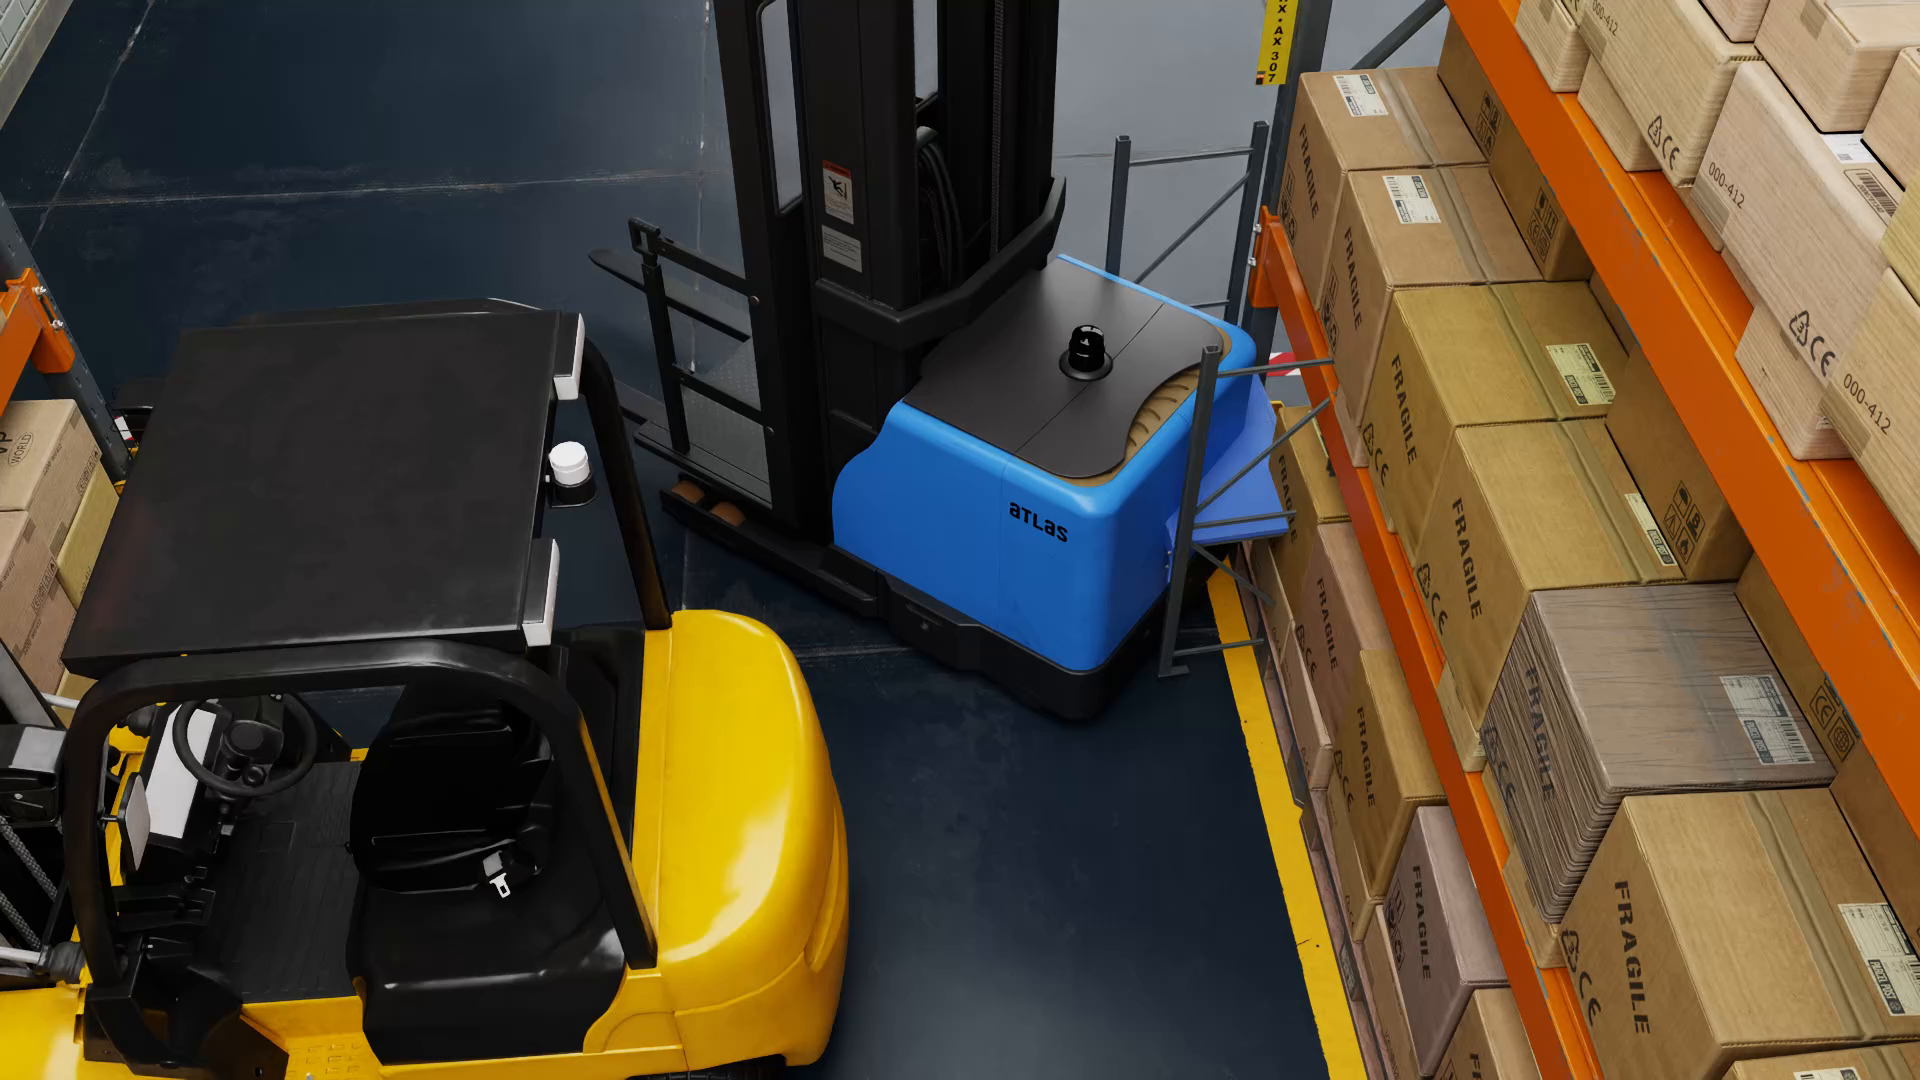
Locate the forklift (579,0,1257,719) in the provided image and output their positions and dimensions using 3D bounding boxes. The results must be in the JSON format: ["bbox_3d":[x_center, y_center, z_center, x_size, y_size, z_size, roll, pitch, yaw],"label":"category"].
[{"bbox_3d":[-0.513,-1.272,5.436,3.031,2.935,1.130,27,52,23],"label":"forklift"}]

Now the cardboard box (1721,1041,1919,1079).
[{"bbox_3d":[1.554,1.192,2.781,0.500,0.500,0.500,-5,47,-4],"label":"cardboard box"}]

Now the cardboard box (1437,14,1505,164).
[{"bbox_3d":[1.764,-1.383,4.531,0.700,0.500,0.500,-5,47,-4],"label":"cardboard box"}]

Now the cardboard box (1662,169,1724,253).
[{"bbox_3d":[1.474,-0.644,2.901,0.380,0.149,0.250,-4,47,-4],"label":"cardboard box"}]

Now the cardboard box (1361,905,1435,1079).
[{"bbox_3d":[1.429,1.272,4.584,0.500,0.250,0.500,-3,47,-3],"label":"cardboard box"}]

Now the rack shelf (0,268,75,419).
[{"bbox_3d":[-3.274,0.740,3.979,1.077,0.370,4.000,-3,47,-3],"label":"rack shelf"}]

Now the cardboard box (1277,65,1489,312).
[{"bbox_3d":[1.267,-1.036,4.891,0.500,0.500,0.500,-4,47,-4],"label":"cardboard box"}]

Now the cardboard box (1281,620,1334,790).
[{"bbox_3d":[1.331,0.513,5.303,0.500,0.250,0.500,-2,47,-2],"label":"cardboard box"}]

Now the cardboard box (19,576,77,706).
[{"bbox_3d":[-3.058,0.372,5.092,0.500,0.250,0.500,-4,47,-4],"label":"cardboard box"}]

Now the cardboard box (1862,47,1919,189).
[{"bbox_3d":[1.492,-0.553,2.265,0.380,0.149,0.250,-4,47,-4],"label":"cardboard box"}]

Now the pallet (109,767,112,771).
[{"bbox_3d":[-3.336,0.555,5.579,1.003,0.211,1.213,-3,47,-3],"label":"pallet"}]

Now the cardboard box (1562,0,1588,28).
[{"bbox_3d":[1.381,-1.223,3.175,0.500,0.250,0.500,-2,47,-2],"label":"cardboard box"}]

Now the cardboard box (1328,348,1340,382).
[{"bbox_3d":[1.303,-0.535,4.864,0.380,0.149,0.250,-5,47,-5],"label":"cardboard box"}]

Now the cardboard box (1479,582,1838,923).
[{"bbox_3d":[1.456,0.445,3.489,0.500,0.500,0.500,-2,47,-2],"label":"cardboard box"}]

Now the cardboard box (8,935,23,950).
[{"bbox_3d":[-2.957,1.265,4.591,0.500,0.250,0.500,-2,47,-2],"label":"cardboard box"}]

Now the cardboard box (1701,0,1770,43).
[{"bbox_3d":[1.370,-0.916,2.609,0.380,0.149,0.250,-3,47,-3],"label":"cardboard box"}]

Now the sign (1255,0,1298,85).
[{"bbox_3d":[0.963,-1.523,5.030,0.100,0.325,0.005,-3,47,-3],"label":"sign"}]

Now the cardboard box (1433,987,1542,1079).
[{"bbox_3d":[1.478,1.399,3.947,0.500,0.500,0.500,-3,47,-3],"label":"cardboard box"}]

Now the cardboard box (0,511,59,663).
[{"bbox_3d":[-3.044,0.186,4.923,0.500,0.250,0.500,-3,47,-3],"label":"cardboard box"}]

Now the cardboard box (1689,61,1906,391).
[{"bbox_3d":[1.462,-0.485,2.476,0.500,0.250,0.500,-4,47,-4],"label":"cardboard box"}]

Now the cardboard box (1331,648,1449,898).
[{"bbox_3d":[1.381,0.644,4.663,0.500,0.500,0.500,-3,47,-3],"label":"cardboard box"}]

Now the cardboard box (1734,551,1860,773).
[{"bbox_3d":[1.982,0.088,3.139,0.700,0.500,0.500,-4,47,-4],"label":"cardboard box"}]

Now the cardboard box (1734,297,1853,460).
[{"bbox_3d":[1.437,-0.265,2.542,0.380,0.149,0.250,-2,47,-2],"label":"cardboard box"}]

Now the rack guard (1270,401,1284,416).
[{"bbox_3d":[1.510,-0.344,6.232,1.175,0.500,0.348,-3,47,-3],"label":"rack guard"}]

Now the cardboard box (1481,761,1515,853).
[{"bbox_3d":[1.428,0.586,3.802,0.380,0.149,0.250,-4,47,-4],"label":"cardboard box"}]

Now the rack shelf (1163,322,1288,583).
[{"bbox_3d":[0.838,-0.321,5.690,0.538,0.185,1.000,-8,49,-7],"label":"rack shelf"}]

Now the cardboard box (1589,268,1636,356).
[{"bbox_3d":[1.945,-0.653,3.840,0.700,0.500,0.500,-4,47,-4],"label":"cardboard box"}]

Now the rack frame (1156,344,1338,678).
[{"bbox_3d":[0.928,-0.066,5.224,0.500,1.500,0.032,-8,49,-7],"label":"rack frame"}]

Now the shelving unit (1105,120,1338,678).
[{"bbox_3d":[0.838,-0.440,5.556,0.538,1.500,1.048,-8,49,-7],"label":"shelving unit"}]

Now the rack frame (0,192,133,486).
[{"bbox_3d":[-3.442,-0.954,5.088,1.000,3.000,0.127,-3,47,-3],"label":"rack frame"}]

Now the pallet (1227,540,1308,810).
[{"bbox_3d":[1.543,0.345,5.778,1.003,0.211,1.213,-3,47,-3],"label":"pallet"}]

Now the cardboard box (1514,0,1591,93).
[{"bbox_3d":[1.320,-1.009,3.247,0.380,0.149,0.250,-3,47,-3],"label":"cardboard box"}]

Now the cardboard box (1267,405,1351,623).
[{"bbox_3d":[1.299,-0.098,5.365,0.500,0.500,0.500,-5,47,-5],"label":"cardboard box"}]

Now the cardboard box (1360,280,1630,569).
[{"bbox_3d":[1.358,-0.293,4.187,0.500,0.500,0.500,-4,47,-4],"label":"cardboard box"}]

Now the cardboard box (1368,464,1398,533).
[{"bbox_3d":[1.334,-0.164,4.512,0.380,0.149,0.250,-2,47,-2],"label":"cardboard box"}]
